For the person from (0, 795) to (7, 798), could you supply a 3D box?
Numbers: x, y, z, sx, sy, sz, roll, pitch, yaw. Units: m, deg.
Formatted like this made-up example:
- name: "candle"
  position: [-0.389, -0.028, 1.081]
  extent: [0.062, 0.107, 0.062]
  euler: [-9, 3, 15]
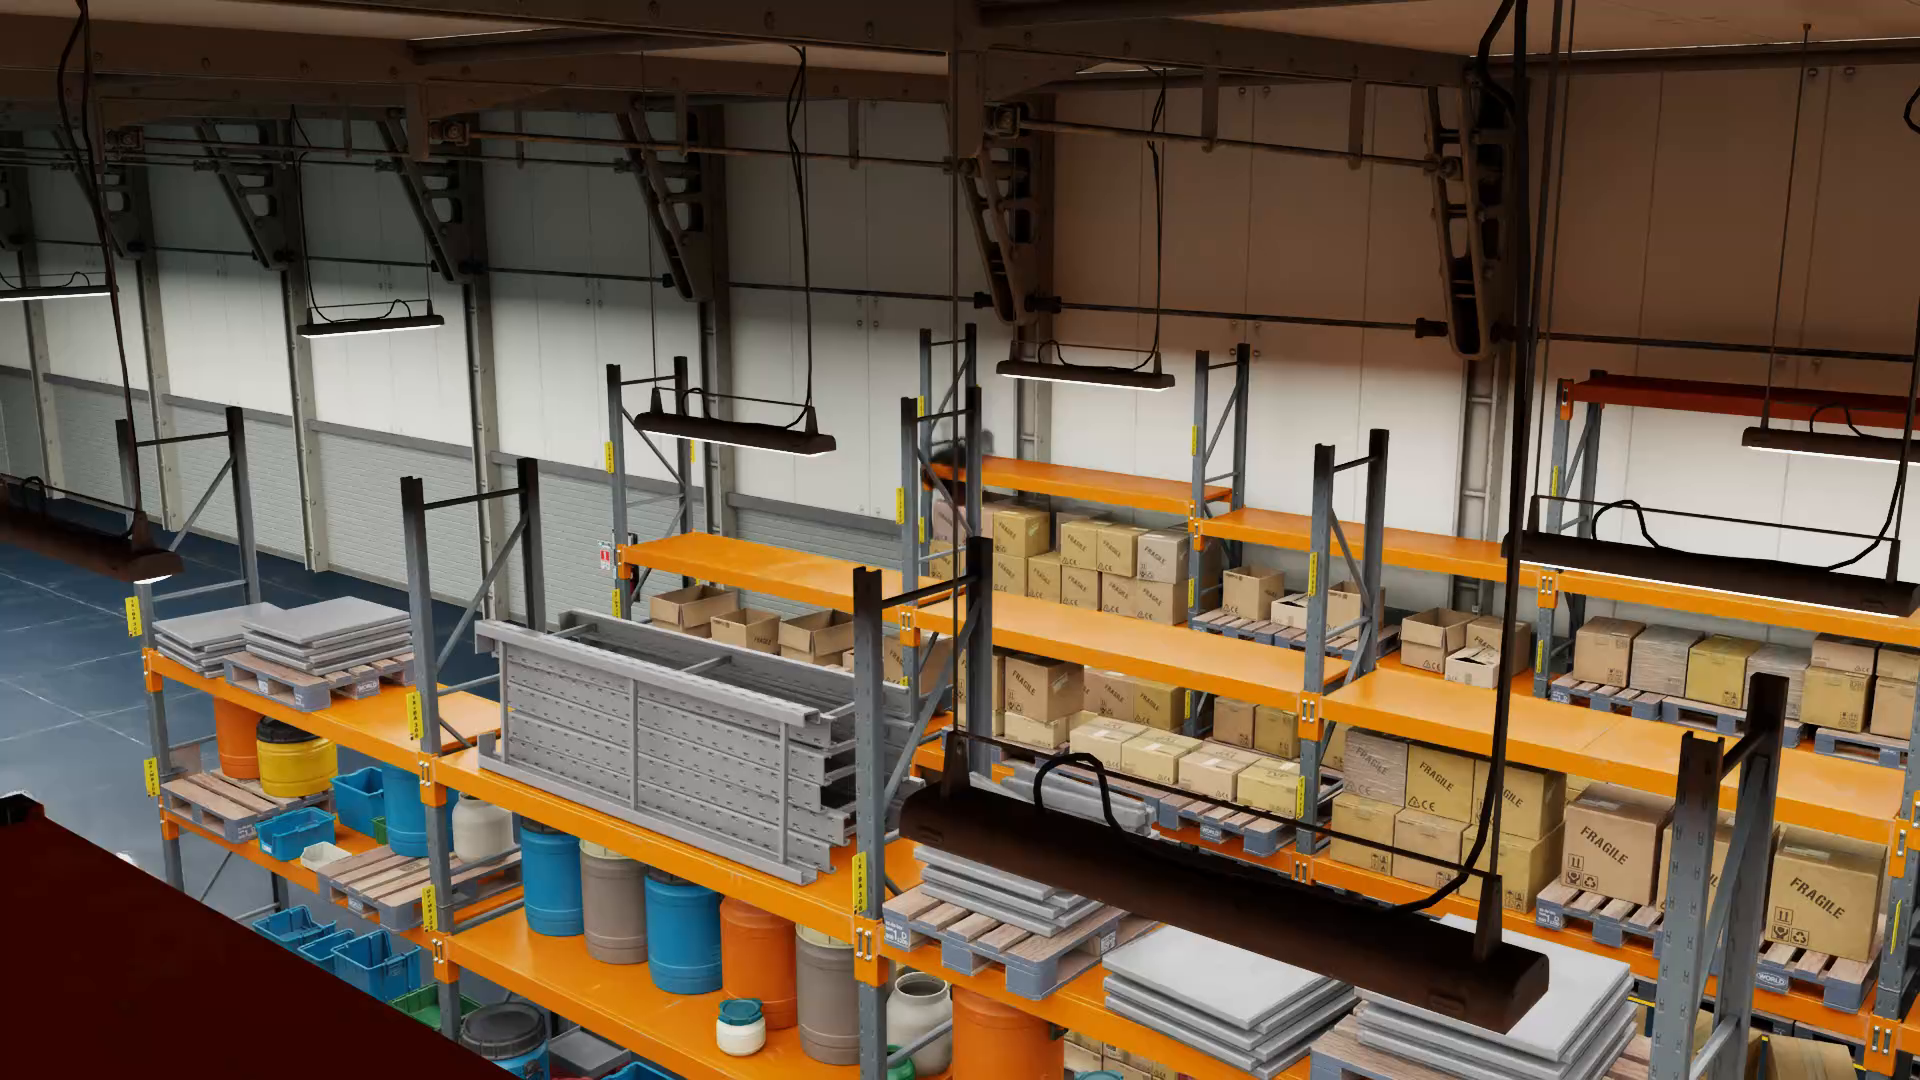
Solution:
- name: "person"
  position: [-9.625, 3.415, 16.927]
  extent: [0.956, 1.713, 0.656]
  euler: [-7, 14, -28]

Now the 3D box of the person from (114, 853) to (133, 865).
- name: "person"
  position: [-7.814, 3.760, 15.722]
  extent: [0.665, 1.729, 0.671]
  euler: [-5, 13, -20]
